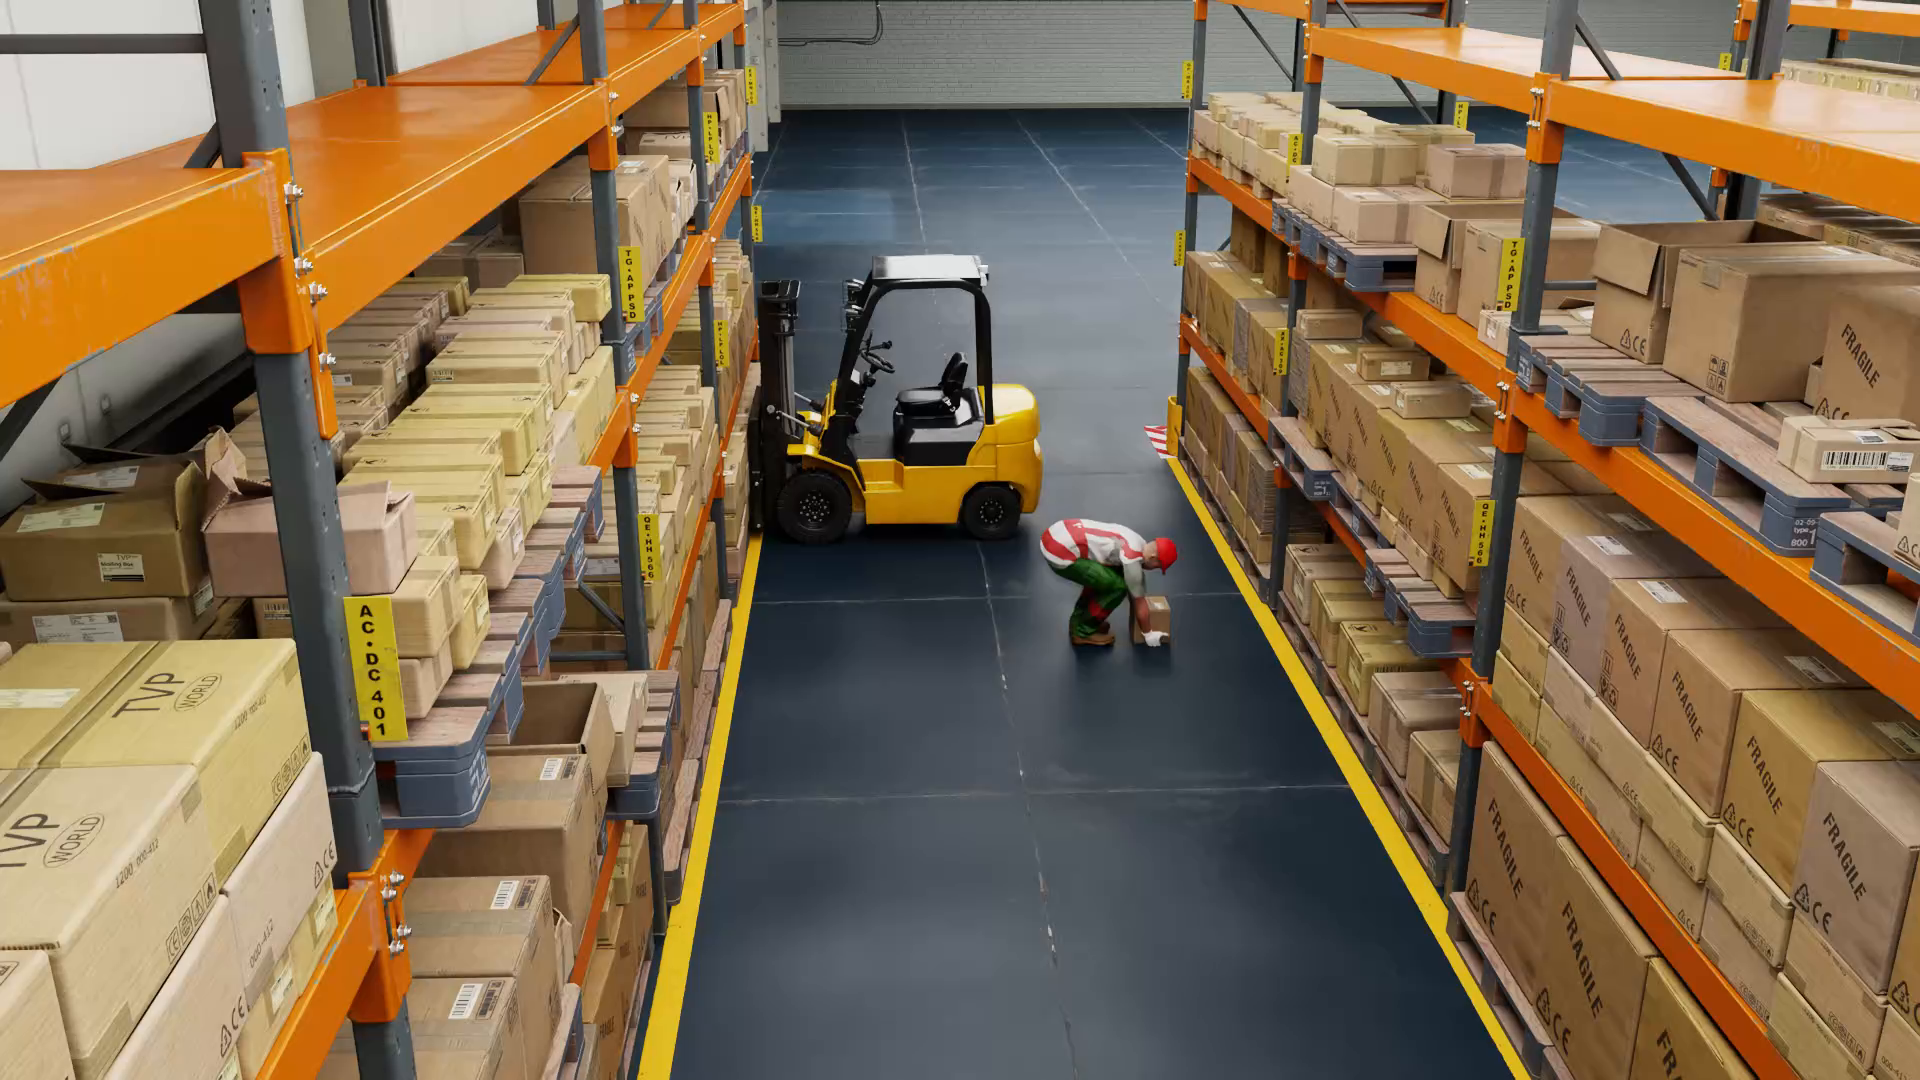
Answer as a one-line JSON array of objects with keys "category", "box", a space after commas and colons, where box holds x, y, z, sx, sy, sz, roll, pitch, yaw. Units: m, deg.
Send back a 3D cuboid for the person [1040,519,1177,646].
[{"category": "person", "box": [1.035, 0.285, 11.623, 0.961, 0.893, 0.521, -2, 20, -5]}]
